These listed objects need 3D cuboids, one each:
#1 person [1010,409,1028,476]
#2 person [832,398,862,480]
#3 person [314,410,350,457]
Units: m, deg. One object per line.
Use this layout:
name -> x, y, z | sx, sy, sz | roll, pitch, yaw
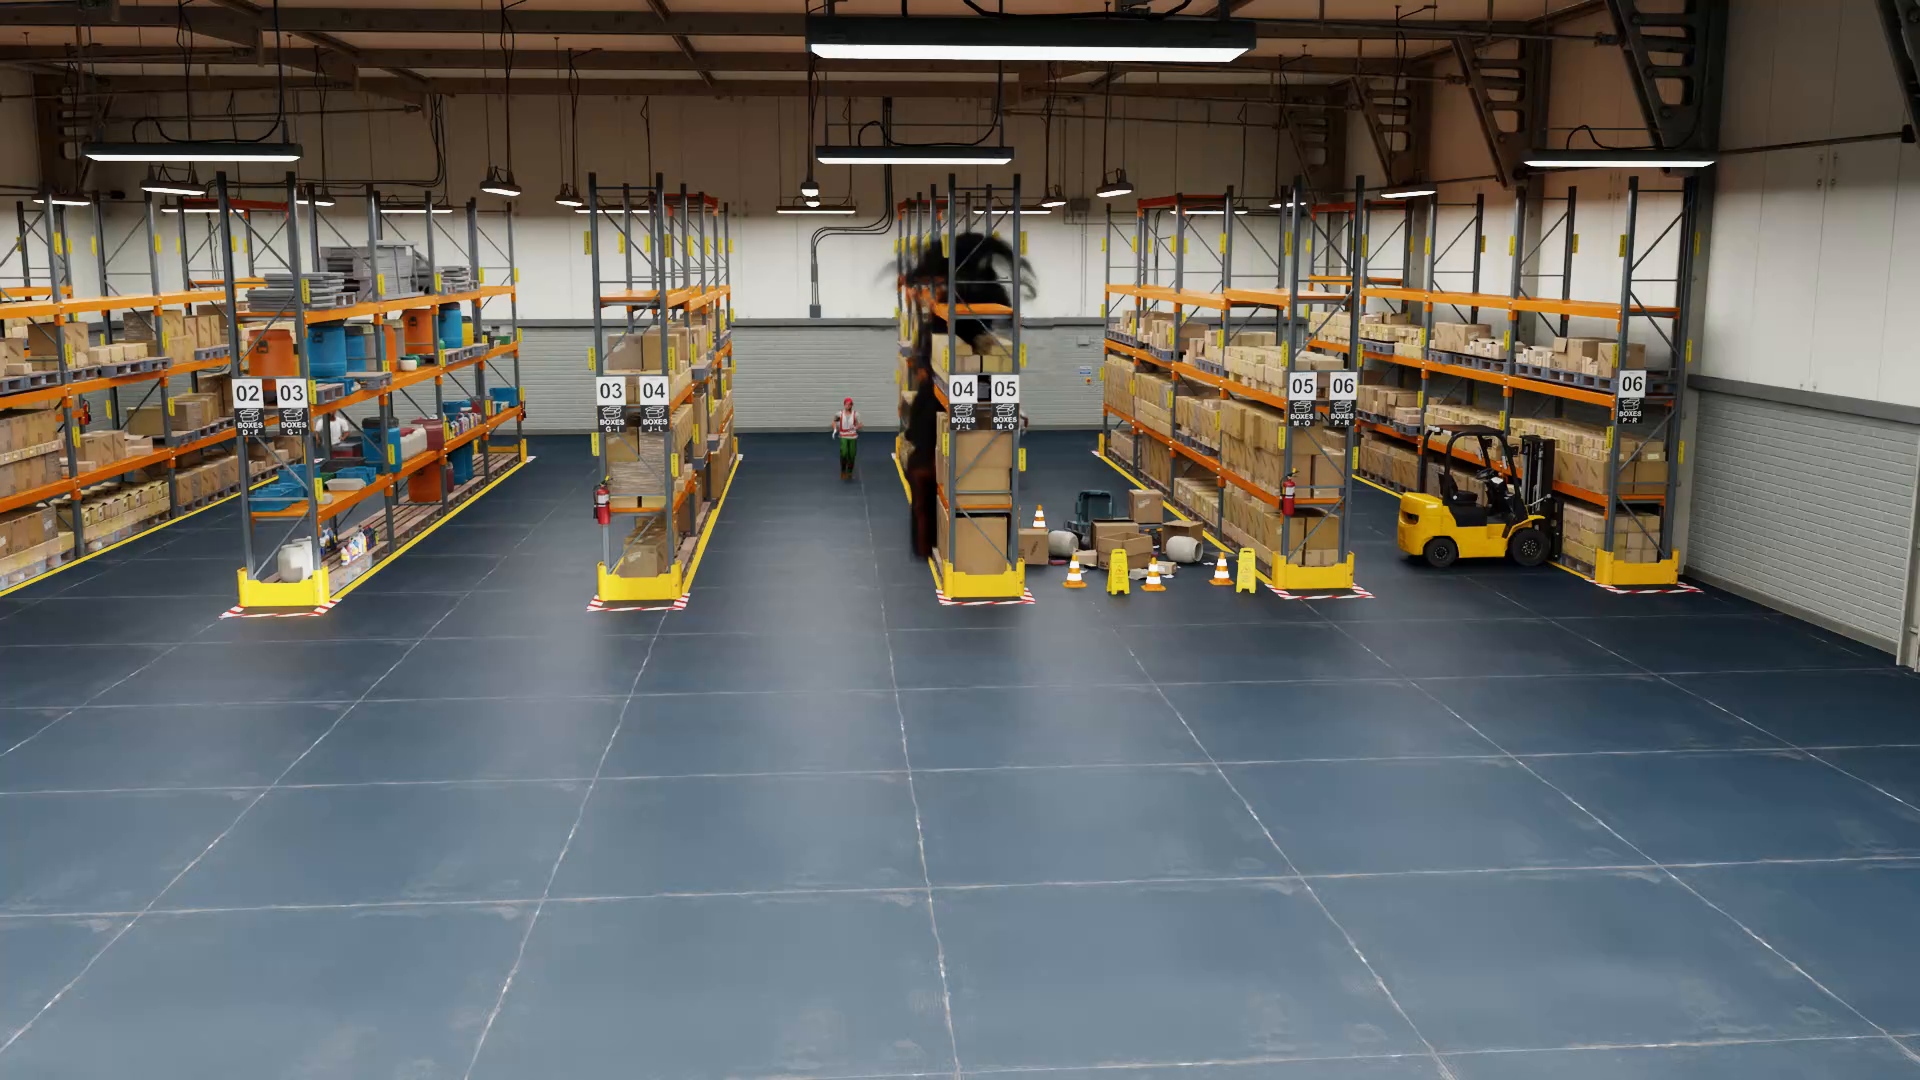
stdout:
person -> 1.109, -2.232, 36.170 | 0.701, 1.821, 0.916 | -2, 10, -12
person -> -2.418, -2.179, 35.878 | 0.639, 1.776, 0.693 | -2, 10, -9
person -> -13.229, -1.996, 35.071 | 0.703, 1.717, 0.583 | -3, 11, -19
